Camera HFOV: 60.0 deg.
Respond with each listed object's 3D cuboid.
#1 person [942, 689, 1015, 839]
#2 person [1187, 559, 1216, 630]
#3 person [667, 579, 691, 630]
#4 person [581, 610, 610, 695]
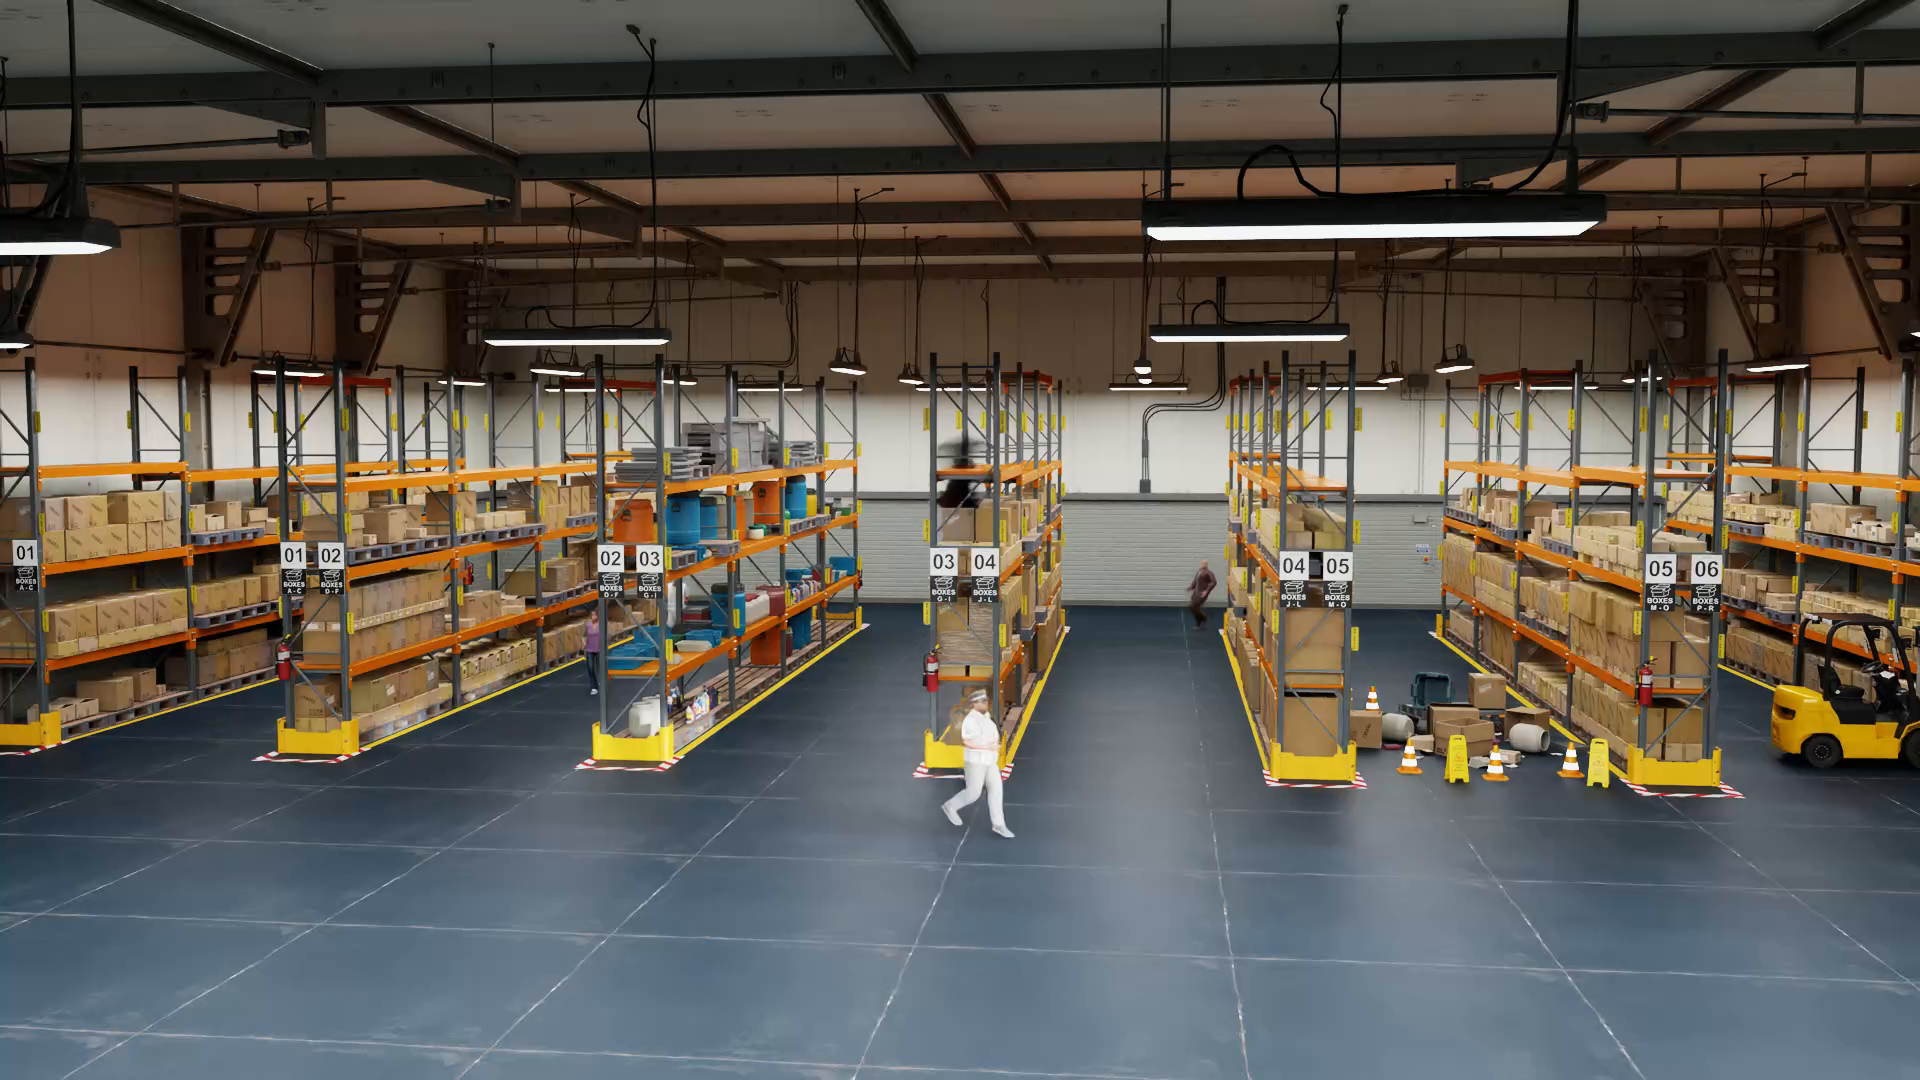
[{"bbox_3d":[0.228,2.686,20.154,0.976,1.792,0.661,3,5,34],"label":"person"},{"bbox_3d":[5.782,1.314,40.023,0.550,1.730,0.789,-1,4,-20],"label":"person"},{"bbox_3d":[-6.220,1.544,36.361,0.667,1.741,0.638,0,4,-4],"label":"person"},{"bbox_3d":[-6.737,2.055,30.710,0.537,1.549,0.594,0,4,-1],"label":"person"}]
